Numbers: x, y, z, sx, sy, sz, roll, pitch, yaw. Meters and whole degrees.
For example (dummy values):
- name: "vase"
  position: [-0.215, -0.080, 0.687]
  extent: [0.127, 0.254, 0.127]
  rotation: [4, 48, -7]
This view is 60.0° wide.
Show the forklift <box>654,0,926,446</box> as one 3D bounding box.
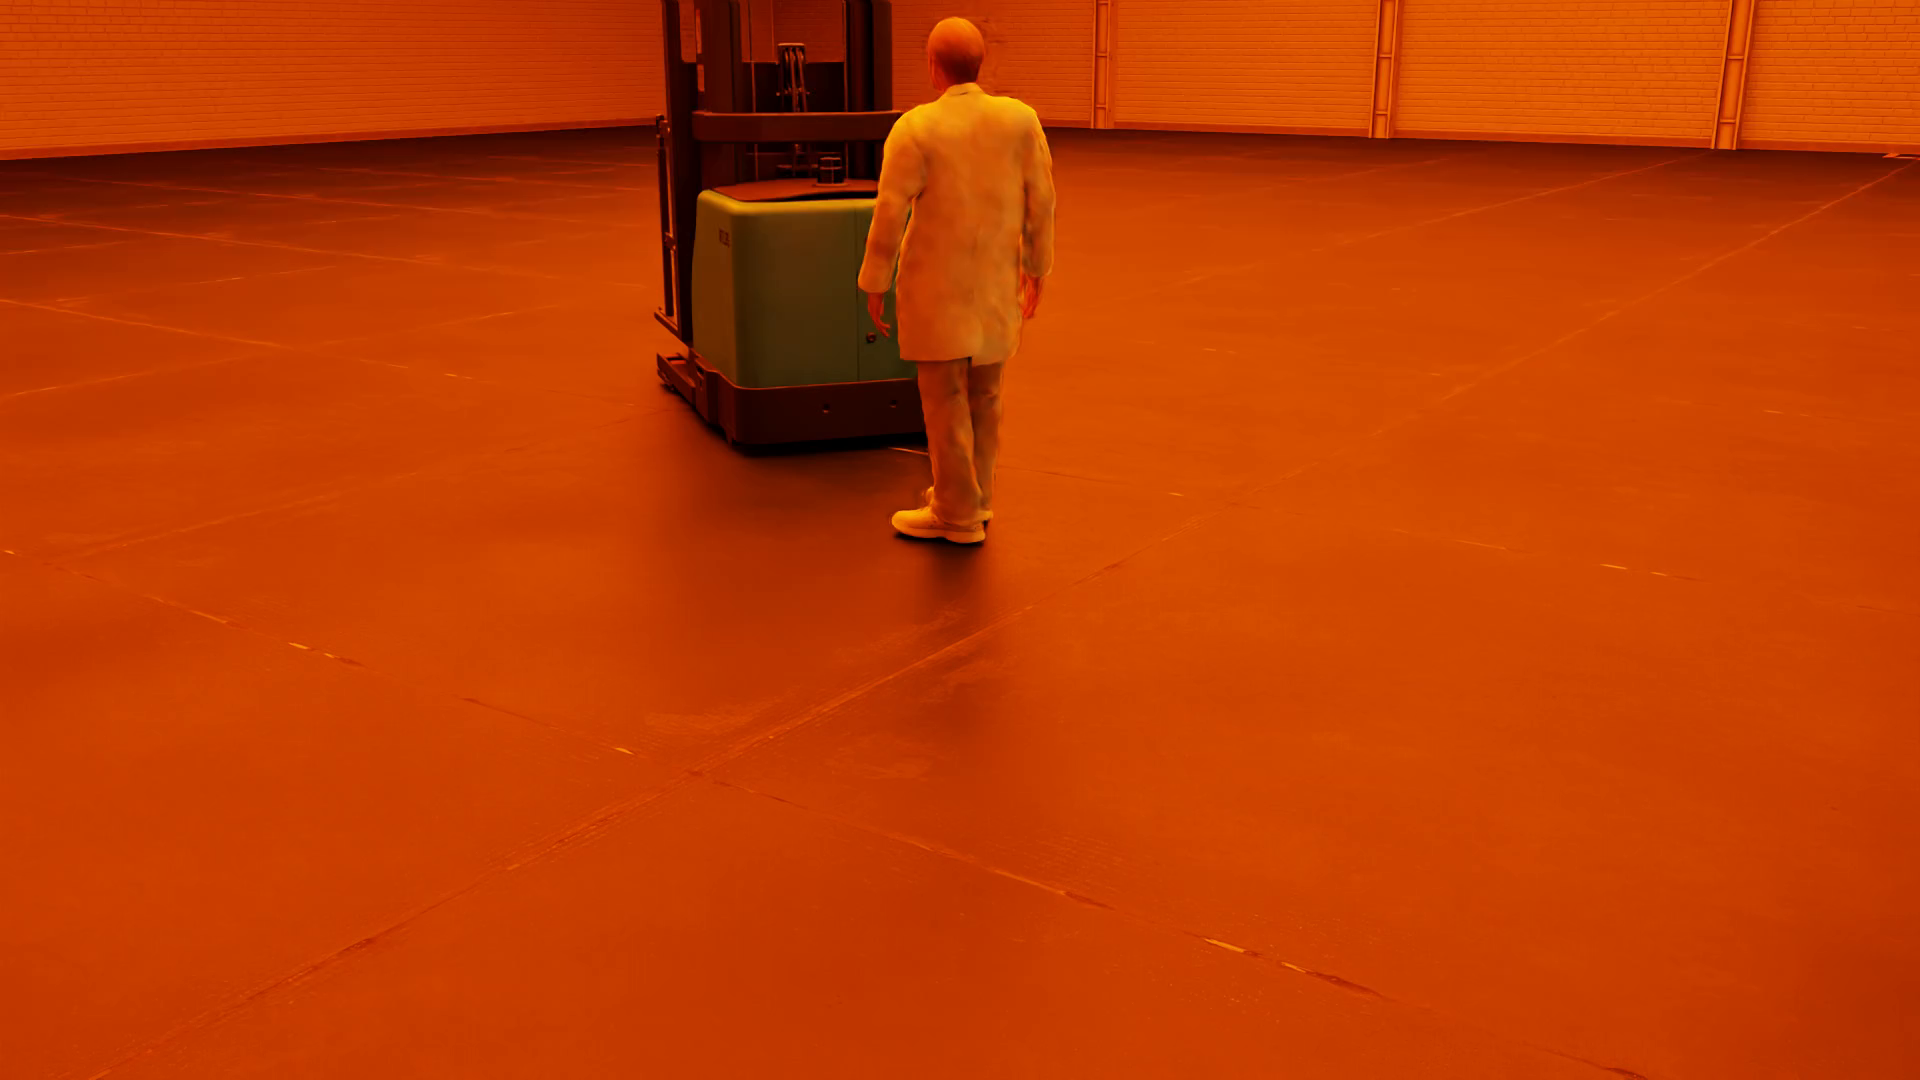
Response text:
- name: "forklift"
  position: [-0.938, -2.190, 8.155]
  extent: [1.130, 2.935, 3.031]
  rotation: [-6, 18, -19]

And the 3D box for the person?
- name: "person"
  position: [-0.051, -0.894, 5.821]
  extent: [0.697, 1.779, 0.667]
  rotation: [-6, 18, -18]
